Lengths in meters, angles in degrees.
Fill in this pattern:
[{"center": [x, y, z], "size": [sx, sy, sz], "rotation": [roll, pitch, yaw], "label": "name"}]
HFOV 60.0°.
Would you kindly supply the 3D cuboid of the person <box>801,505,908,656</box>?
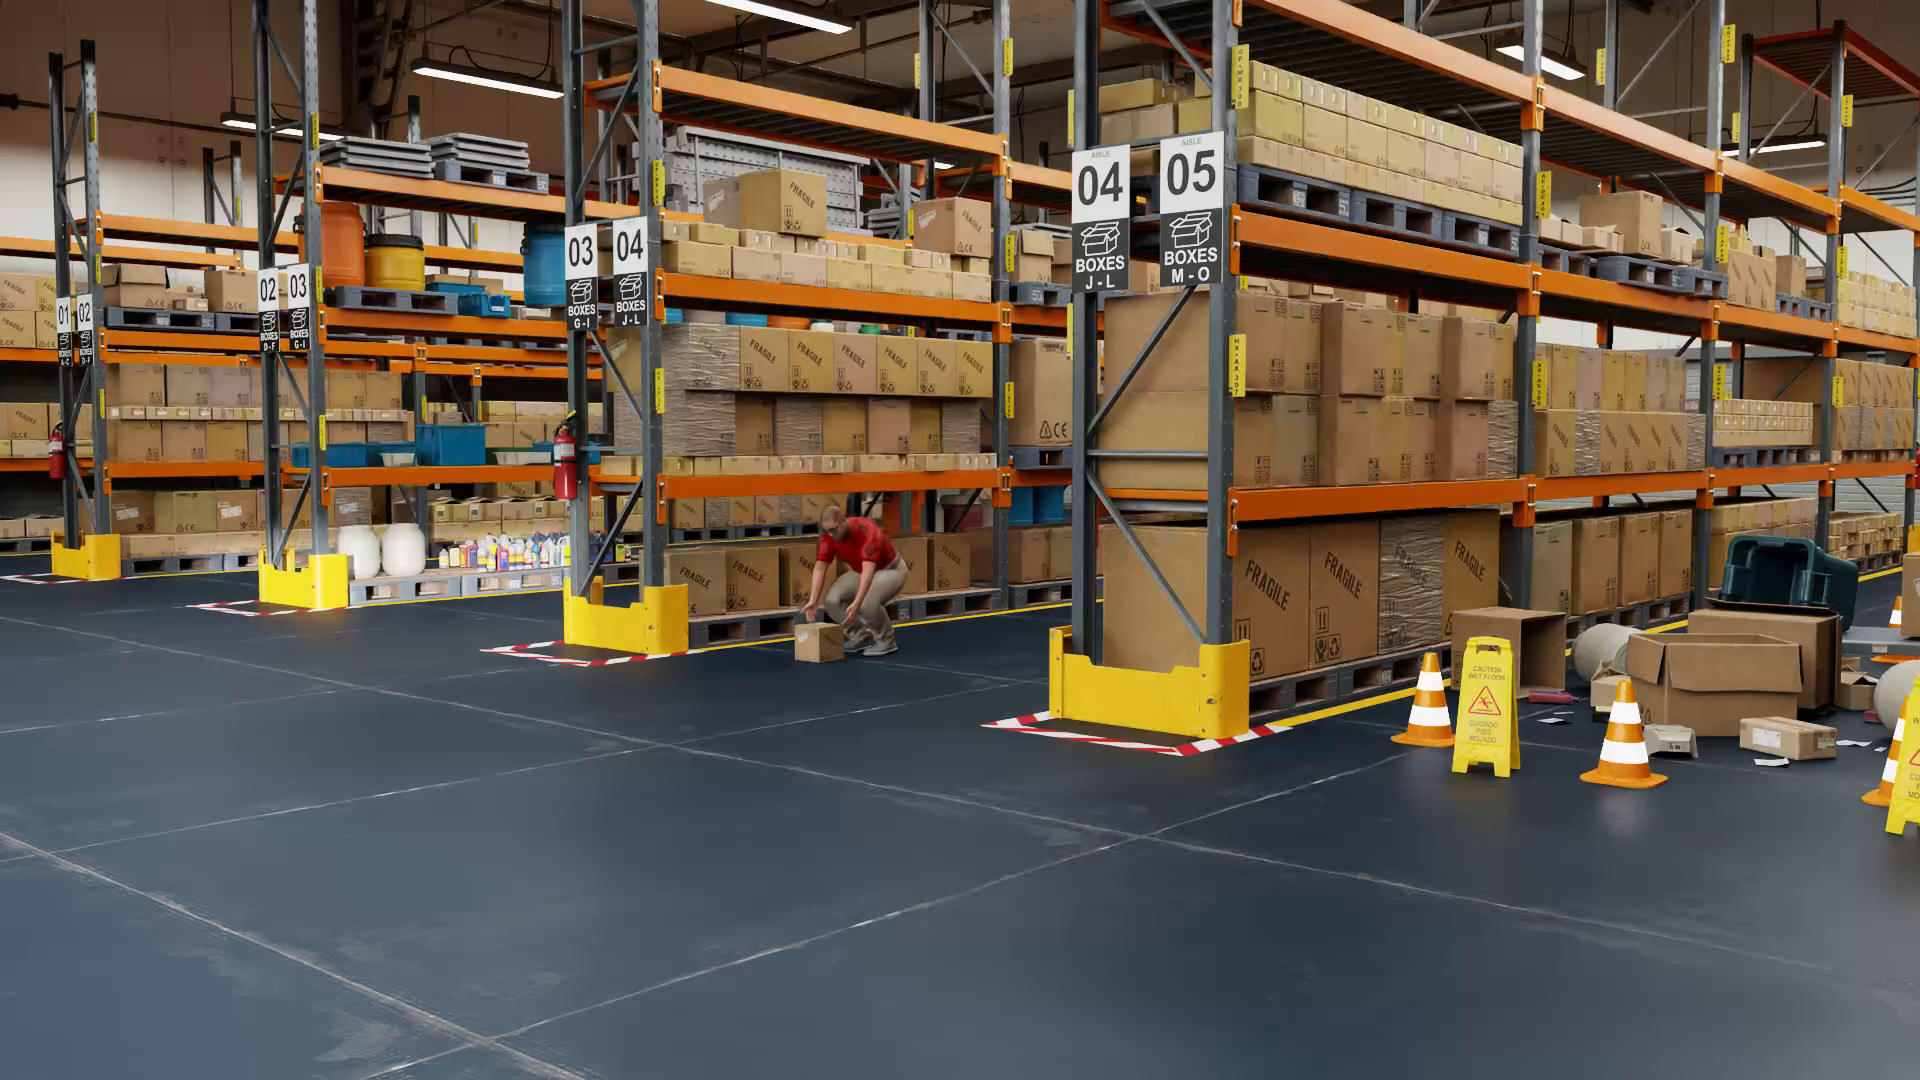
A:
[{"center": [-0.723, 0.296, 12.195], "size": [0.574, 1.102, 0.830], "rotation": [3, 5, 41], "label": "person"}]
